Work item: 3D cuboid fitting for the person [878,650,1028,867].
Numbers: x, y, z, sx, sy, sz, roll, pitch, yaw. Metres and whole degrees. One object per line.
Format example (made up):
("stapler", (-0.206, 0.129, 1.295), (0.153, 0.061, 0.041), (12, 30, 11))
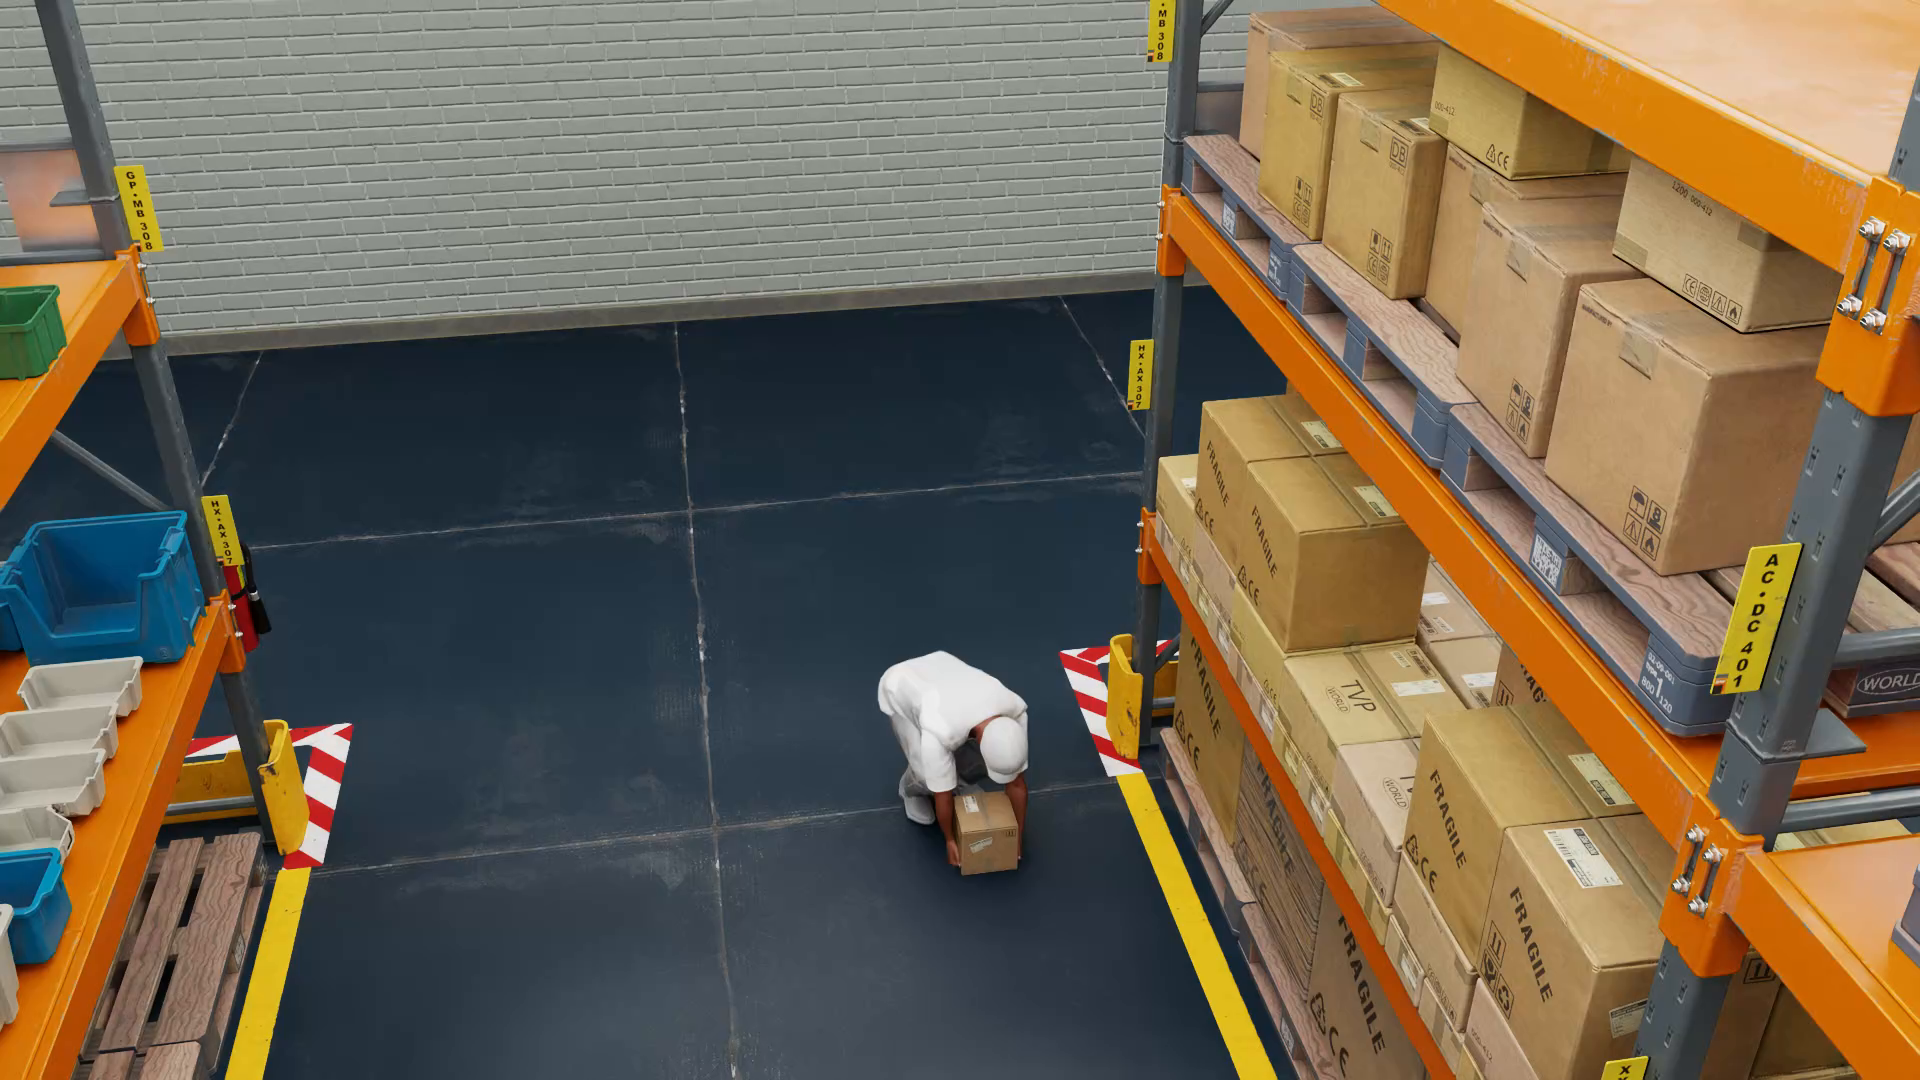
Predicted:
("person", (0.011, 0.950, 7.477), (0.525, 0.815, 0.966), (-14, 33, -23))
